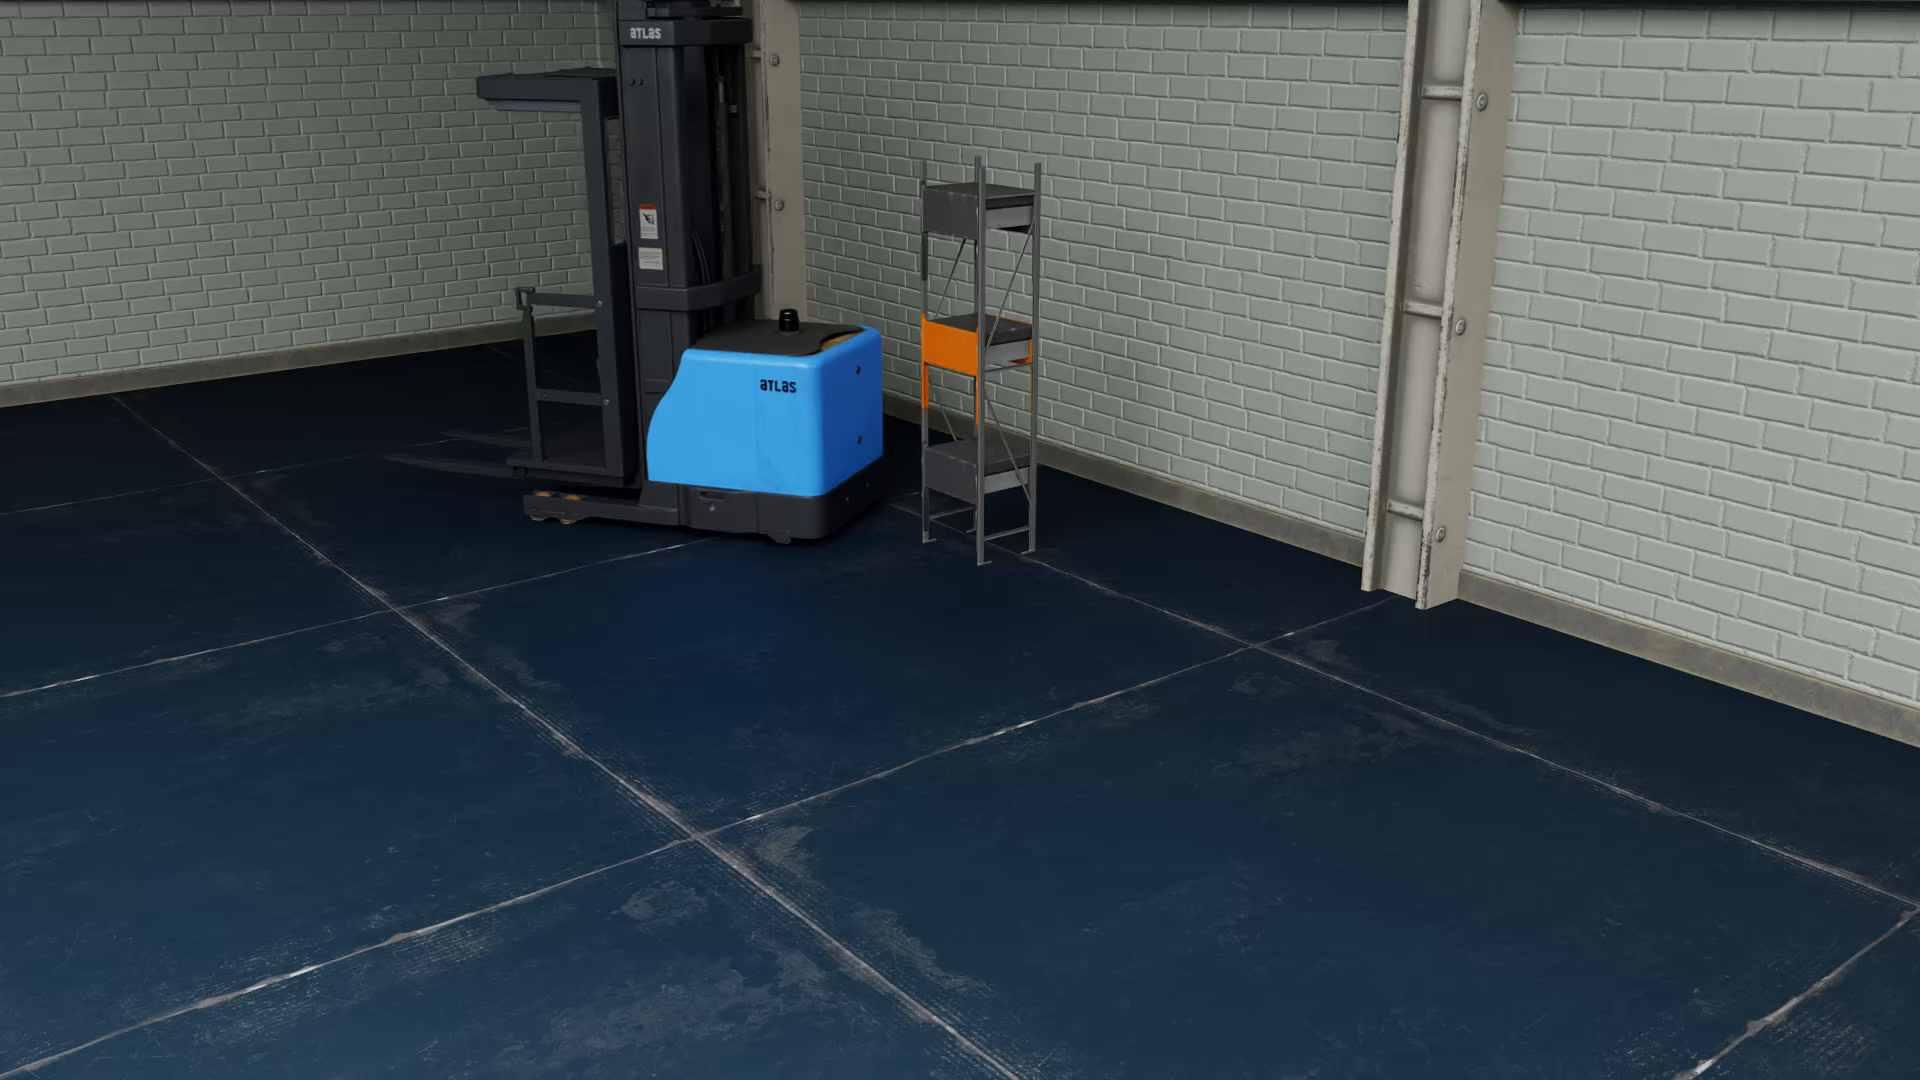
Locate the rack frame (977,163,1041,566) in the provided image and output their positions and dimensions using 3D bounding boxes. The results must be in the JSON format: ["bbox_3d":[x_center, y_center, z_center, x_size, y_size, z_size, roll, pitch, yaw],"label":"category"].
[{"bbox_3d":[0.254,-0.896,8.728,0.400,2.100,0.015,-14,23,-36],"label":"rack frame"}]

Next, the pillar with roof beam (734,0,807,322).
[{"bbox_3d":[-4.786,-4.640,9.059,9.100,9.000,0.400,-14,23,-36],"label":"pillar with roof beam"}]

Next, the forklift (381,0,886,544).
[{"bbox_3d":[-2.017,-1.631,9.625,3.031,2.935,1.130,6,19,18],"label":"forklift"}]

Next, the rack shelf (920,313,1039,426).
[{"bbox_3d":[0.103,-0.943,8.914,0.431,0.518,0.480,-14,23,-36],"label":"rack shelf"}]

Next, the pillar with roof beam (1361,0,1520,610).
[{"bbox_3d":[-1.061,-3.161,4.594,9.100,9.000,0.400,-14,23,-36],"label":"pillar with roof beam"}]

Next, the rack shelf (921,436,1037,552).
[{"bbox_3d":[0.103,-0.279,9.134,0.431,0.518,0.480,-14,23,-36],"label":"rack shelf"}]

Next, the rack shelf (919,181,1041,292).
[{"bbox_3d":[0.103,-1.608,8.693,0.431,0.518,0.480,-14,23,-36],"label":"rack shelf"}]

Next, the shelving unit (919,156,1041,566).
[{"bbox_3d":[0.103,-0.956,8.909,0.431,2.100,0.503,-14,23,-36],"label":"shelving unit"}]

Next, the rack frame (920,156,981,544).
[{"bbox_3d":[-0.049,-1.016,9.091,0.400,2.100,0.015,-14,23,-36],"label":"rack frame"}]
